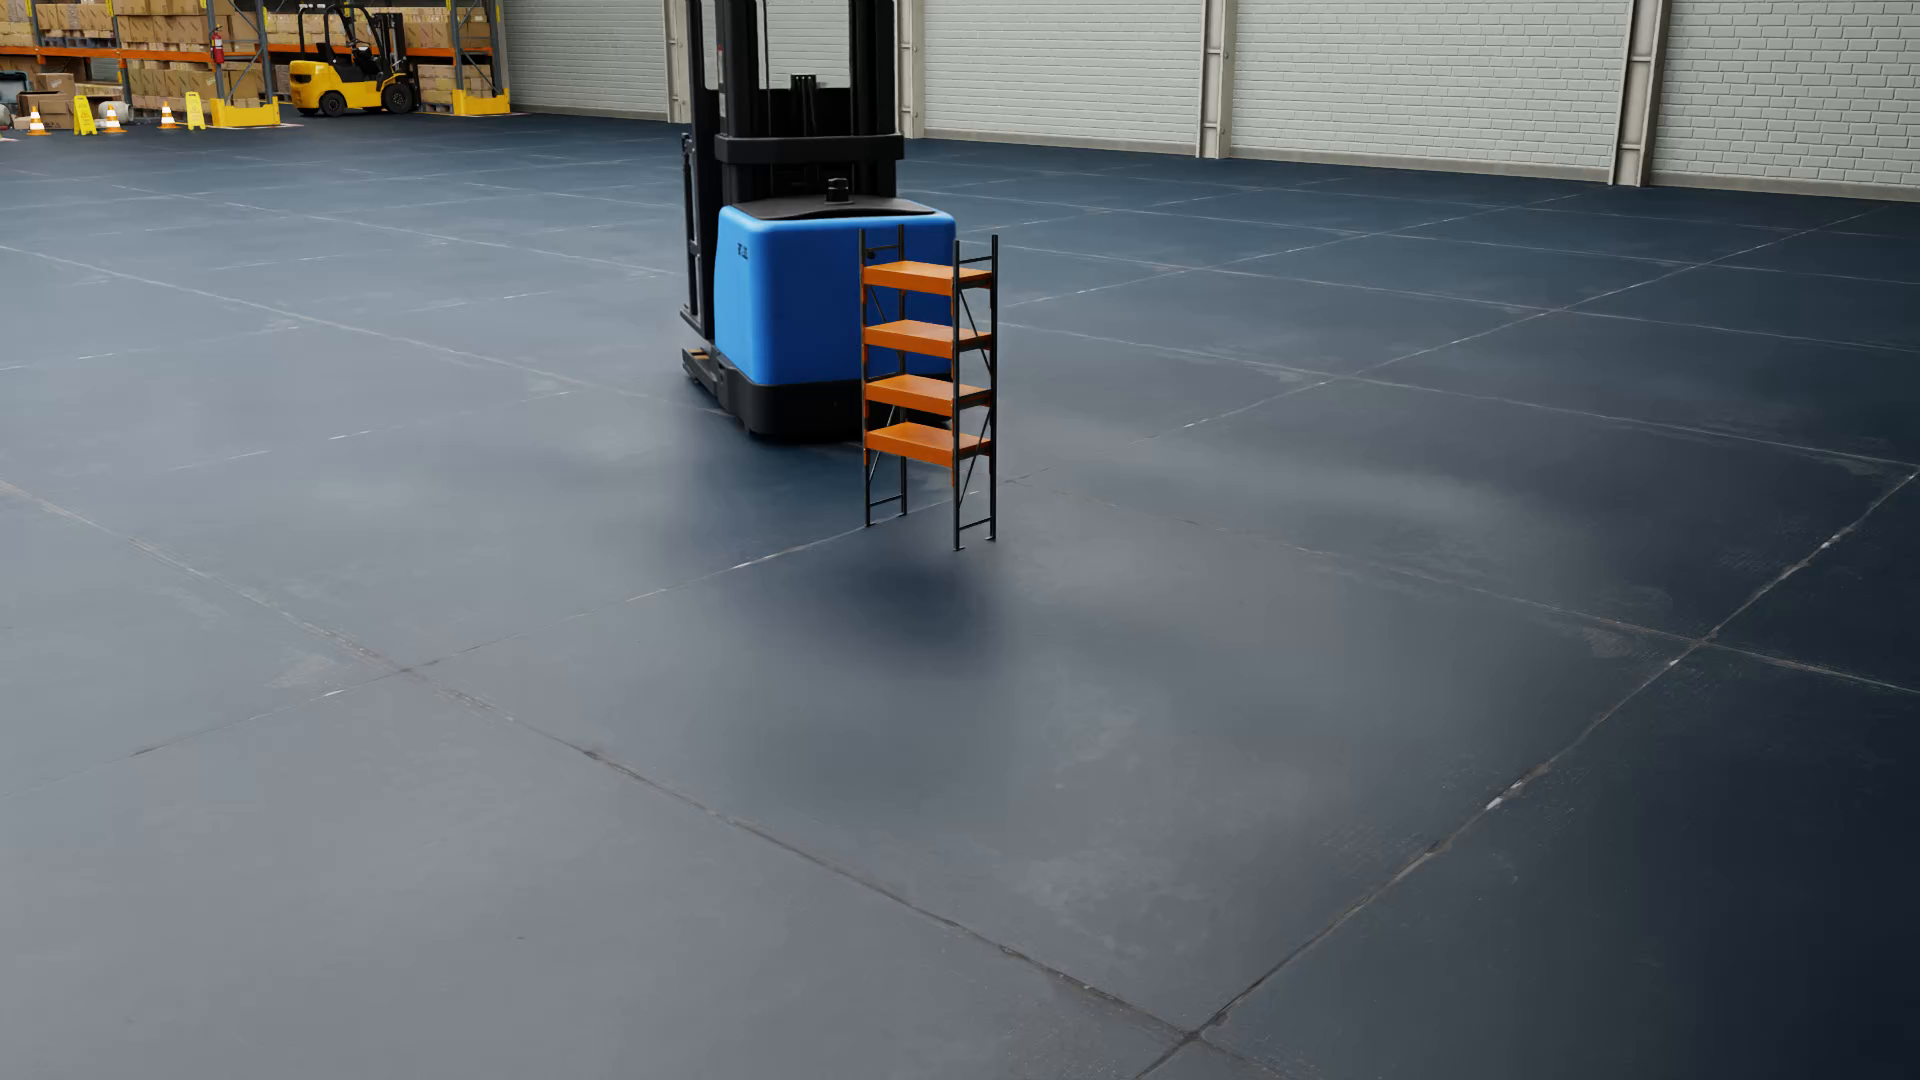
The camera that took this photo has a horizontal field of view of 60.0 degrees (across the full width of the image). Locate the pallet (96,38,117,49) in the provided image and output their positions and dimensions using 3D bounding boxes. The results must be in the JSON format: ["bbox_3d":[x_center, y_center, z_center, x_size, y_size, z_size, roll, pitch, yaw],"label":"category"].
[{"bbox_3d":[-16.640,-10.011,33.514,1.213,0.211,1.003,15,23,39],"label":"pallet"}]

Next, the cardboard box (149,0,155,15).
[{"bbox_3d":[-14.804,-10.146,31.312,0.500,0.500,0.700,15,23,39],"label":"cardboard box"}]

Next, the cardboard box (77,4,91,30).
[{"bbox_3d":[-17.416,-10.550,33.546,0.500,0.500,0.500,16,24,41],"label":"cardboard box"}]

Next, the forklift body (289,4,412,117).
[{"bbox_3d":[-12.510,-9.800,33.935,1.214,2.155,2.313,15,23,39],"label":"forklift body"}]

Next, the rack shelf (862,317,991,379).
[{"bbox_3d":[-0.124,-0.754,6.488,0.480,0.148,0.258,15,23,39],"label":"rack shelf"}]

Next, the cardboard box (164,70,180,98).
[{"bbox_3d":[-14.711,-8.668,31.579,0.500,0.500,0.500,14,23,38],"label":"cardboard box"}]

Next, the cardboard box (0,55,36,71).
[{"bbox_3d":[-20.951,-10.424,37.315,0.875,0.875,0.875,16,24,41],"label":"cardboard box"}]

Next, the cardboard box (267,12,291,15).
[{"bbox_3d":[-16.146,-12.229,39.327,0.500,0.500,0.500,16,24,42],"label":"cardboard box"}]

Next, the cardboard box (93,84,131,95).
[{"bbox_3d":[-17.099,-9.112,34.014,0.950,0.372,0.625,-17,24,-42],"label":"cardboard box"}]

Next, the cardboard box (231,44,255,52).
[{"bbox_3d":[-13.290,-9.108,30.767,0.250,0.149,0.380,15,23,39],"label":"cardboard box"}]

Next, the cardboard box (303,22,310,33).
[{"bbox_3d":[-14.543,-11.558,37.494,0.500,0.250,0.500,15,23,40],"label":"cardboard box"}]

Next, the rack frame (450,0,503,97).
[{"bbox_3d":[-9.881,-10.236,33.908,0.127,3.000,1.000,15,23,39],"label":"rack frame"}]

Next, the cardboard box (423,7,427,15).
[{"bbox_3d":[-10.845,-10.915,34.316,0.250,0.149,0.380,15,23,40],"label":"cardboard box"}]

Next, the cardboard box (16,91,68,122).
[{"bbox_3d":[-16.872,-7.953,30.616,0.503,0.637,0.797,15,23,39],"label":"cardboard box"}]

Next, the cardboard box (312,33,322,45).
[{"bbox_3d":[-14.154,-11.216,37.243,0.500,0.250,0.500,15,23,40],"label":"cardboard box"}]

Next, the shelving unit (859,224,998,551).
[{"bbox_3d":[-0.124,-0.605,6.535,0.503,1.200,0.258,15,23,39],"label":"shelving unit"}]

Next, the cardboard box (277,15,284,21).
[{"bbox_3d":[-15.412,-11.970,38.132,0.250,0.149,0.380,16,24,41],"label":"cardboard box"}]

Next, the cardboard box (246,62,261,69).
[{"bbox_3d":[-16.795,-11.313,39.666,0.250,0.149,0.380,14,22,37],"label":"cardboard box"}]

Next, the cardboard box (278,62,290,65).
[{"bbox_3d":[-16.048,-11.336,39.738,0.250,0.149,0.380,17,24,42],"label":"cardboard box"}]

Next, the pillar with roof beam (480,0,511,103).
[{"bbox_3d":[-12.661,-12.466,31.014,0.400,9.000,9.100,15,23,39],"label":"pillar with roof beam"}]

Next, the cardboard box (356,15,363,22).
[{"bbox_3d":[-12.809,-11.273,35.936,0.250,0.149,0.380,15,23,38],"label":"cardboard box"}]

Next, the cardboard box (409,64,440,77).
[{"bbox_3d":[-11.202,-9.825,34.809,0.500,0.250,0.500,15,23,40],"label":"cardboard box"}]

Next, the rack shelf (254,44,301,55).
[{"bbox_3d":[-17.361,-11.901,40.343,4.000,0.370,1.077,15,23,39],"label":"rack shelf"}]

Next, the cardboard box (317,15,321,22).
[{"bbox_3d":[-14.068,-11.613,37.008,0.250,0.149,0.380,14,23,38],"label":"cardboard box"}]

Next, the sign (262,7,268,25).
[{"bbox_3d":[-12.813,-9.648,30.623,0.005,0.325,0.100,15,23,39],"label":"sign"}]

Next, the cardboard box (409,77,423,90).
[{"bbox_3d":[-11.221,-9.593,34.906,0.500,0.250,0.500,14,23,38],"label":"cardboard box"}]

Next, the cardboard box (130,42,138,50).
[{"bbox_3d":[-15.919,-9.621,32.385,0.250,0.149,0.380,16,24,41],"label":"cardboard box"}]

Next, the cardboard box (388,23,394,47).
[{"bbox_3d":[-11.934,-10.737,35.319,0.500,0.500,0.500,15,23,39],"label":"cardboard box"}]

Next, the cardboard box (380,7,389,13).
[{"bbox_3d":[-12.043,-11.205,35.230,0.250,0.149,0.380,15,23,38],"label":"cardboard box"}]

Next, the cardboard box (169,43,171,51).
[{"bbox_3d":[-14.725,-9.331,31.470,0.250,0.149,0.380,15,23,39],"label":"cardboard box"}]

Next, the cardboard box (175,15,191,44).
[{"bbox_3d":[-14.133,-9.450,30.774,0.500,0.500,0.500,15,23,39],"label":"cardboard box"}]

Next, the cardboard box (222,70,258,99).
[{"bbox_3d":[-13.611,-8.589,31.328,0.500,0.500,0.500,14,22,37],"label":"cardboard box"}]

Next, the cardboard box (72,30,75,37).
[{"bbox_3d":[-18.012,-10.424,34.219,0.250,0.149,0.380,16,24,41],"label":"cardboard box"}]

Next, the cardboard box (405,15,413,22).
[{"bbox_3d":[-11.302,-10.852,34.608,0.250,0.149,0.380,15,23,40],"label":"cardboard box"}]

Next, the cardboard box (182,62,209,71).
[{"bbox_3d":[-14.264,-8.829,31.013,0.250,0.149,0.380,16,24,41],"label":"cardboard box"}]

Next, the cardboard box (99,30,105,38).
[{"bbox_3d":[-16.918,-10.094,33.180,0.250,0.149,0.380,14,22,38],"label":"cardboard box"}]

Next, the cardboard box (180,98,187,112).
[{"bbox_3d":[-14.338,-8.209,31.372,0.500,0.250,0.500,15,23,39],"label":"cardboard box"}]

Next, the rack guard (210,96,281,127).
[{"bbox_3d":[-13.230,-7.936,30.793,0.348,0.500,1.175,15,23,39],"label":"rack guard"}]

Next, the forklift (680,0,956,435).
[{"bbox_3d":[-0.959,-2.309,9.042,1.130,2.935,3.031,-6,19,-18],"label":"forklift"}]

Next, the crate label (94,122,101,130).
[{"bbox_3d":[-15.463,-7.367,29.599,0.298,0.136,0.250,4,18,11],"label":"crate label"}]

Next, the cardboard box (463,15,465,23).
[{"bbox_3d":[-10.189,-10.755,34.305,0.250,0.149,0.380,15,23,39],"label":"cardboard box"}]

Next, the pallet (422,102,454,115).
[{"bbox_3d":[-10.481,-9.051,34.783,1.213,0.211,1.003,15,23,39],"label":"pallet"}]

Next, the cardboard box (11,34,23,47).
[{"bbox_3d":[-20.100,-10.789,35.898,0.500,0.250,0.500,16,23,40],"label":"cardboard box"}]
